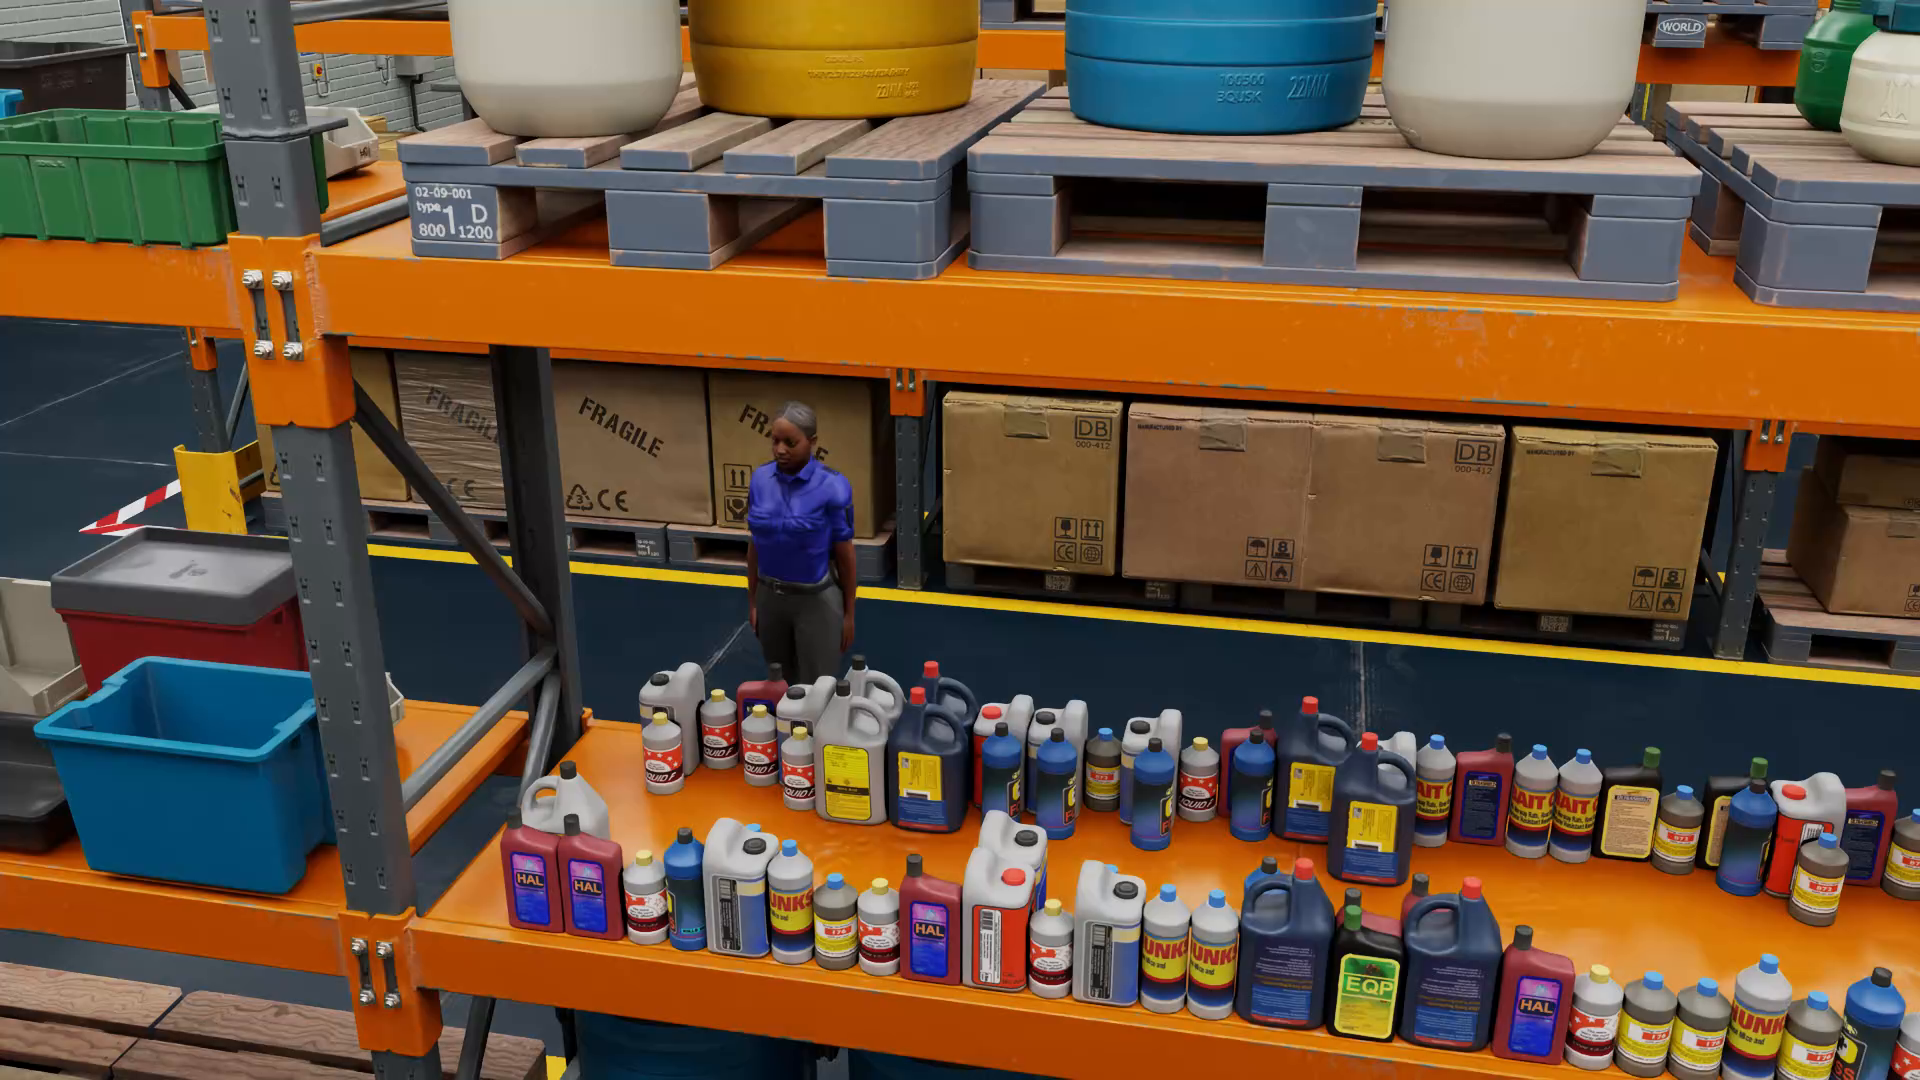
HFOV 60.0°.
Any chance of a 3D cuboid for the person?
[{"bbox_3d":[-0.617,0.267,6.415,0.449,1.669,0.615,9,24,22],"label":"person"}]
